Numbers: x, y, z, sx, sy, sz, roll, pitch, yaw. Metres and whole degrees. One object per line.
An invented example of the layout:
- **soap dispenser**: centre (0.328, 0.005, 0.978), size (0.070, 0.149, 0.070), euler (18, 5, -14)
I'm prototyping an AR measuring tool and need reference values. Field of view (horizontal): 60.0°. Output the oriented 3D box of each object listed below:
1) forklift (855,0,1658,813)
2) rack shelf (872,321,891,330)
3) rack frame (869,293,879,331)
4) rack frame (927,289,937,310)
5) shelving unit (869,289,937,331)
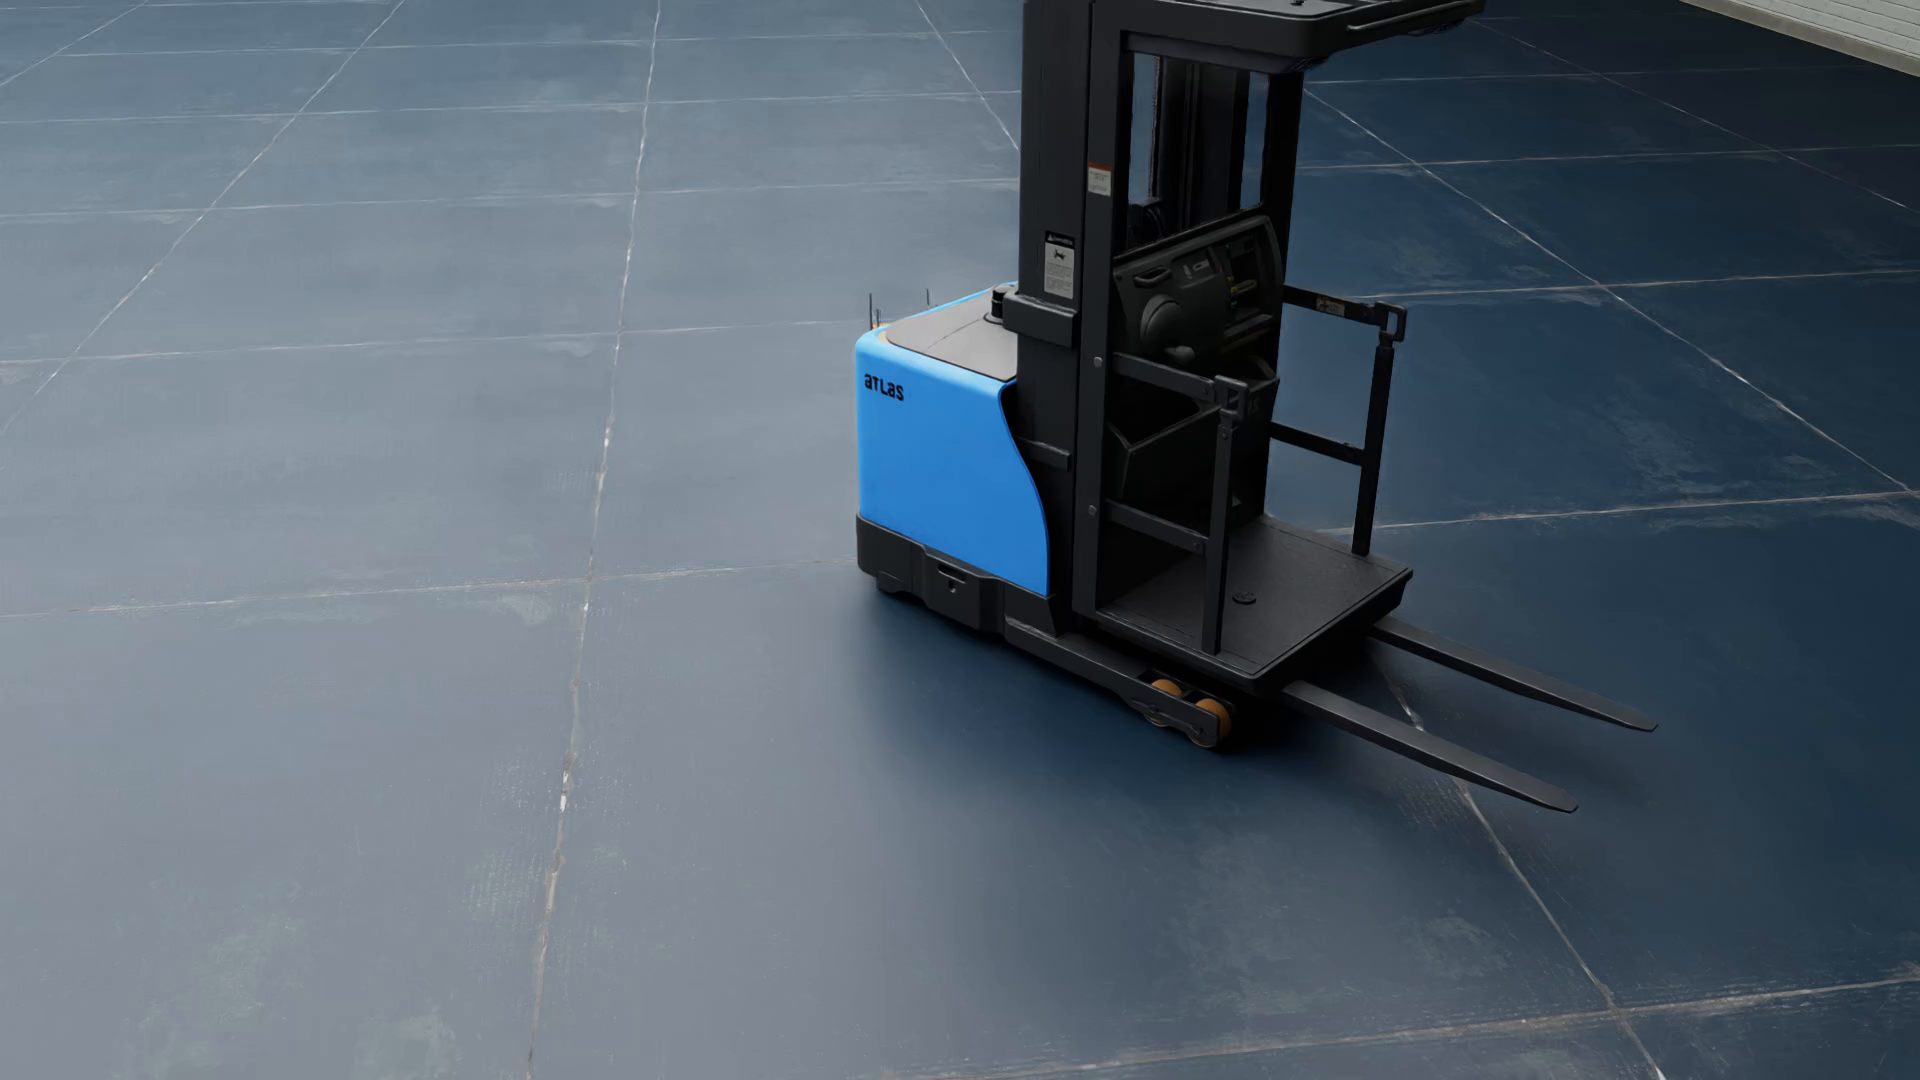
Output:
- **forklift**: centre (0.999, -0.847, 5.690), size (3.031, 2.935, 1.130), euler (23, 35, 37)
- **rack shelf**: centre (-0.237, -0.777, 7.017), size (0.240, 0.259, 0.215), euler (-5, 28, -11)
- **rack frame**: centre (-0.356, -0.523, 7.119), size (0.008, 1.050, 0.200), euler (-5, 28, -11)
- **rack frame**: centre (-0.117, -0.546, 7.164), size (0.008, 1.050, 0.200), euler (-5, 28, -11)
- **shelving unit**: centre (-0.237, -0.534, 7.141), size (0.252, 1.050, 0.215), euler (-5, 28, -11)
